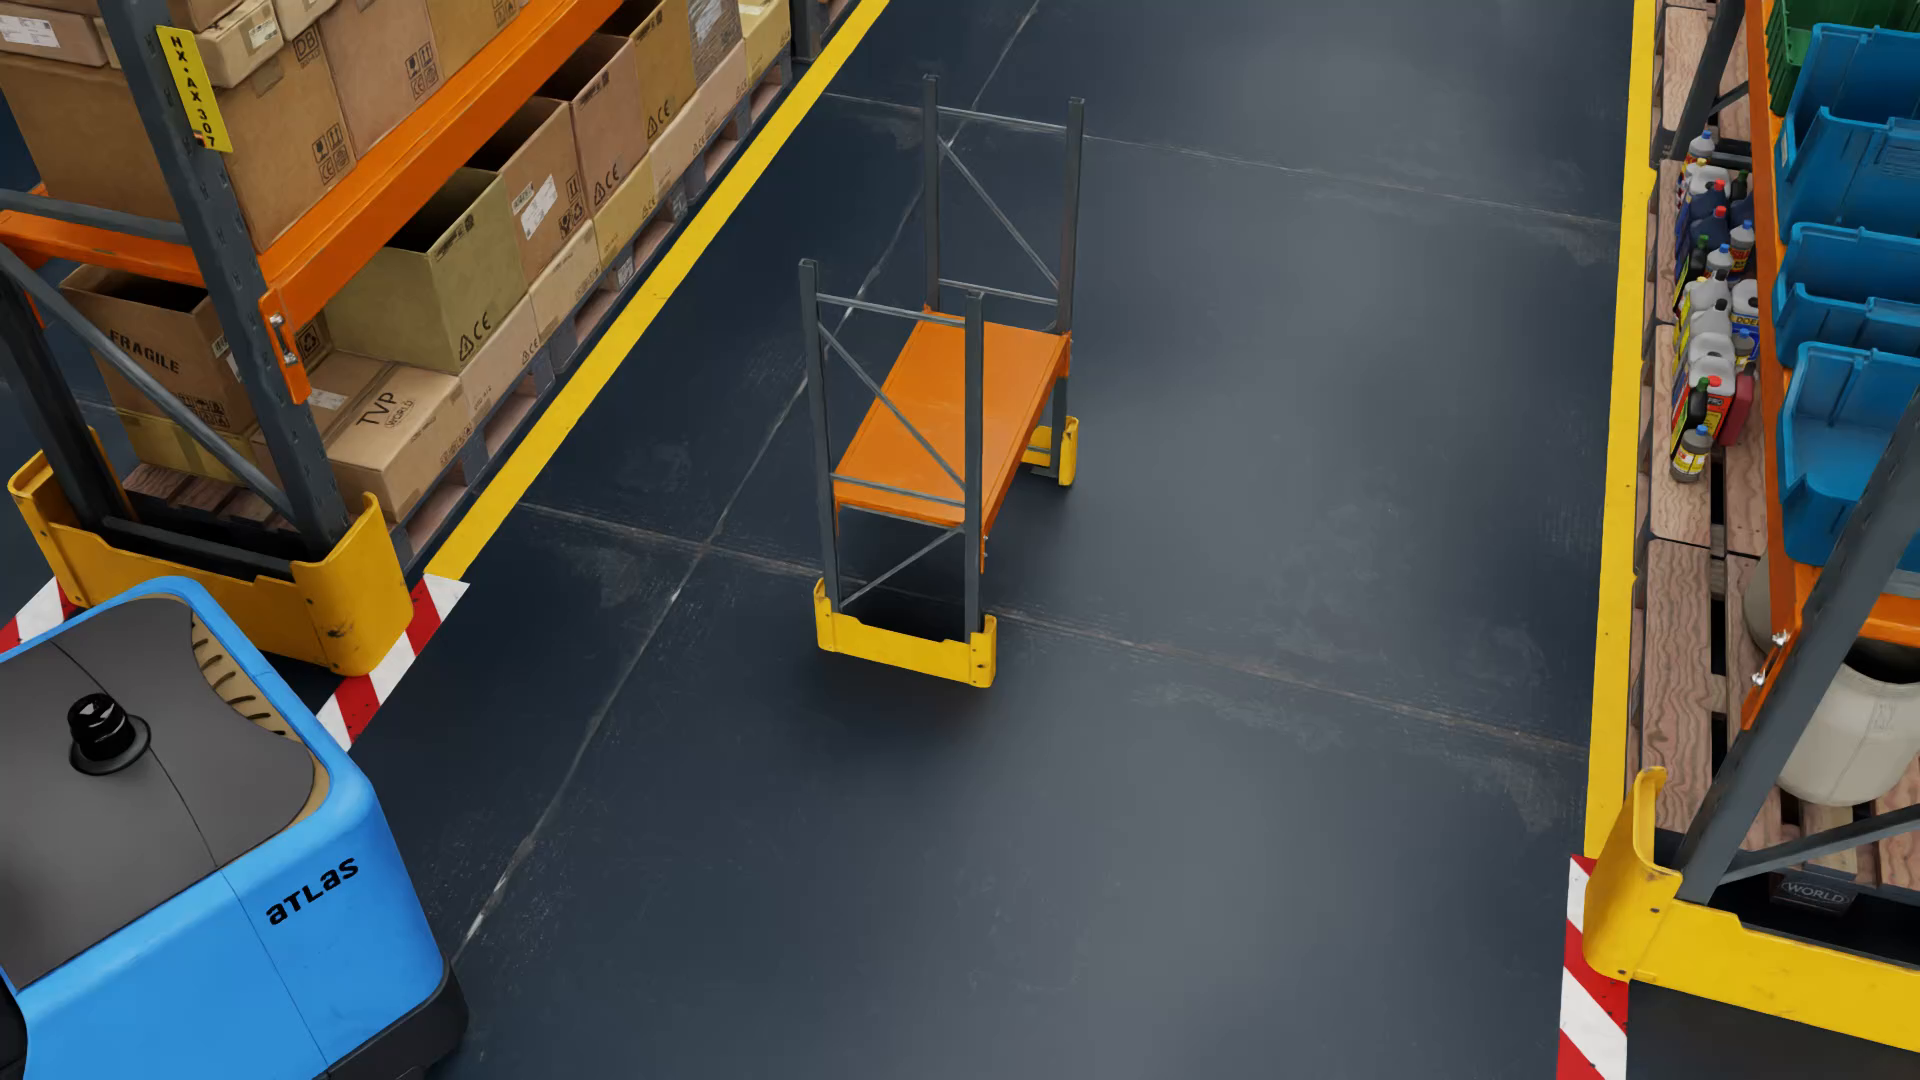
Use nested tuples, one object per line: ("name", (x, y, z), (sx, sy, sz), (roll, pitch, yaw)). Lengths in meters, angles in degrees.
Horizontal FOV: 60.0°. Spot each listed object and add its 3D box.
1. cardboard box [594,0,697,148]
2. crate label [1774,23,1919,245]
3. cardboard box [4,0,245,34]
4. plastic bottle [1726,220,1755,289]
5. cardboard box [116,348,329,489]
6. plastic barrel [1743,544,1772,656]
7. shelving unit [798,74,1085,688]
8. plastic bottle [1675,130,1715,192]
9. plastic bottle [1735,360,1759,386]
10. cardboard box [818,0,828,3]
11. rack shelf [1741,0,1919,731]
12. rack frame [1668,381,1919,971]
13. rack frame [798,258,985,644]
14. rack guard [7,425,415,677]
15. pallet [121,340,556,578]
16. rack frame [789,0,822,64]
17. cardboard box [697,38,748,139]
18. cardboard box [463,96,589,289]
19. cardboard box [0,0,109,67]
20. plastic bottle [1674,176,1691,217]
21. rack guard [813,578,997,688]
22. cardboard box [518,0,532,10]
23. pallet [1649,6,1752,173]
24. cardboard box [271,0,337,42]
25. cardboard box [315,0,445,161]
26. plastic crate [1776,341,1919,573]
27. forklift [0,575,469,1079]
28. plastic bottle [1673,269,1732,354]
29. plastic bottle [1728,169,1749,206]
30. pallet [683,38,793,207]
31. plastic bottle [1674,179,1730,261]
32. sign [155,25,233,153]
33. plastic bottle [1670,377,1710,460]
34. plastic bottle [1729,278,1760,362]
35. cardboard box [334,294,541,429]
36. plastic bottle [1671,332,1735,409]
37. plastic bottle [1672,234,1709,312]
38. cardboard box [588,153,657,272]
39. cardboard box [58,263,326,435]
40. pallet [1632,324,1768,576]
("cardboard box", (-1.420, -1.960, 6.737), (0.500, 0.500, 0.500), (13, 46, 13))
("crate label", (2.630, -1.123, 4.728), (0.502, 0.435, 0.616), (13, 46, 13))
("cardboard box", (-2.219, -1.721, 4.365), (0.700, 0.500, 0.500), (13, 46, 13))
("plastic bottle", (2.973, -1.103, 6.368), (0.097, 0.271, 0.097), (0, 44, 0))
("cardboard box", (-2.508, -0.466, 5.747), (0.500, 0.250, 0.500), (13, 46, 13))
("plastic barrel", (2.609, 0.124, 4.958), (0.421, 0.512, 0.421), (0, 44, 0))
("shelving unit", (-0.023, -0.485, 5.174), (0.587, 1.500, 1.083), (13, 46, 13))
("plastic bottle", (3.028, -1.555, 6.831), (0.097, 0.271, 0.097), (0, 44, 0))
("plastic bottle", (2.738, -0.541, 5.845), (0.097, 0.201, 0.097), (0, 44, 0))
("cardboard box", (-0.819, -2.928, 8.263), (0.500, 0.250, 0.500), (12, 46, 12))
("rack shelf", (2.936, -0.903, 5.042), (1.077, 0.370, 4.000), (13, 46, 13))
("rack frame", (2.331, 0.173, 3.428), (1.000, 3.000, 0.127), (13, 46, 13))
("rack frame", (-0.180, -0.140, 4.821), (0.500, 1.500, 0.032), (13, 46, 13))
("rack guard", (-2.396, 0.031, 5.361), (1.175, 0.500, 0.348), (13, 46, 13))
("pallet", (-2.197, -0.400, 6.008), (1.003, 0.211, 1.213), (13, 46, 13))
("rack frame", (-1.178, -3.544, 7.227), (1.000, 3.000, 0.127), (13, 46, 13))
("cardboard box", (-1.271, -2.025, 7.341), (0.500, 0.250, 0.500), (13, 46, 13))
("cardboard box", (-1.726, -1.294, 6.057), (0.500, 0.500, 0.500), (13, 46, 13))
("cardboard box", (-2.455, -1.441, 4.542), (0.380, 0.149, 0.250), (12, 46, 12))
("plastic bottle", (2.966, -1.395, 6.717), (0.097, 0.201, 0.097), (0, 44, 0))
("rack guard", (-0.174, 0.293, 5.271), (0.587, 0.250, 0.087), (13, 46, 13))
("cardboard box", (-1.769, -2.255, 5.838), (0.700, 0.500, 0.500), (14, 46, 14))
("pallet", (3.743, -2.028, 7.671), (1.003, 0.211, 1.213), (13, 46, 13))
("cardboard box", (-1.987, -1.538, 4.642), (0.380, 0.149, 0.250), (11, 46, 11))
("cardboard box", (-2.081, -1.573, 5.142), (0.700, 0.500, 0.500), (14, 46, 14))
("plastic crate", (2.197, -0.170, 3.886), (0.499, 0.251, 0.616), (13, 46, 13))
("forklift", (-2.704, 0.734, 2.904), (3.031, 2.935, 1.130), (-33, 53, -29))
("plastic bottle", (2.716, -0.844, 6.047), (0.144, 0.351, 0.185), (12, 46, 12))
("plastic bottle", (3.058, -1.316, 6.578), (0.061, 0.283, 0.133), (13, 46, 13))
("pallet", (-1.458, -2.027, 7.670), (1.003, 0.211, 1.213), (13, 46, 13))
("plastic bottle", (2.902, -1.253, 6.465), (0.144, 0.351, 0.185), (14, 46, 14))
("sign", (-1.862, -1.094, 4.048), (0.100, 0.325, 0.005), (13, 46, 13))
("plastic bottle", (2.487, -0.412, 5.654), (0.061, 0.283, 0.133), (14, 46, 13))
("plastic bottle", (2.865, -0.803, 6.058), (0.152, 0.276, 0.135), (13, 46, 13))
("cardboard box", (-1.867, -0.690, 5.976), (0.500, 0.250, 0.500), (13, 46, 13))
("plastic bottle", (2.614, -0.582, 5.833), (0.152, 0.276, 0.135), (11, 46, 11))
("plastic bottle", (2.755, -1.002, 6.257), (0.061, 0.283, 0.133), (14, 46, 14))
("cardboard box", (-1.559, -1.355, 6.656), (0.500, 0.250, 0.500), (13, 46, 13))
("cardboard box", (-2.510, -0.734, 5.485), (0.500, 0.500, 0.500), (13, 46, 13))
("pallet", (2.931, -0.241, 5.846), (1.003, 0.211, 1.213), (13, 46, 13))
